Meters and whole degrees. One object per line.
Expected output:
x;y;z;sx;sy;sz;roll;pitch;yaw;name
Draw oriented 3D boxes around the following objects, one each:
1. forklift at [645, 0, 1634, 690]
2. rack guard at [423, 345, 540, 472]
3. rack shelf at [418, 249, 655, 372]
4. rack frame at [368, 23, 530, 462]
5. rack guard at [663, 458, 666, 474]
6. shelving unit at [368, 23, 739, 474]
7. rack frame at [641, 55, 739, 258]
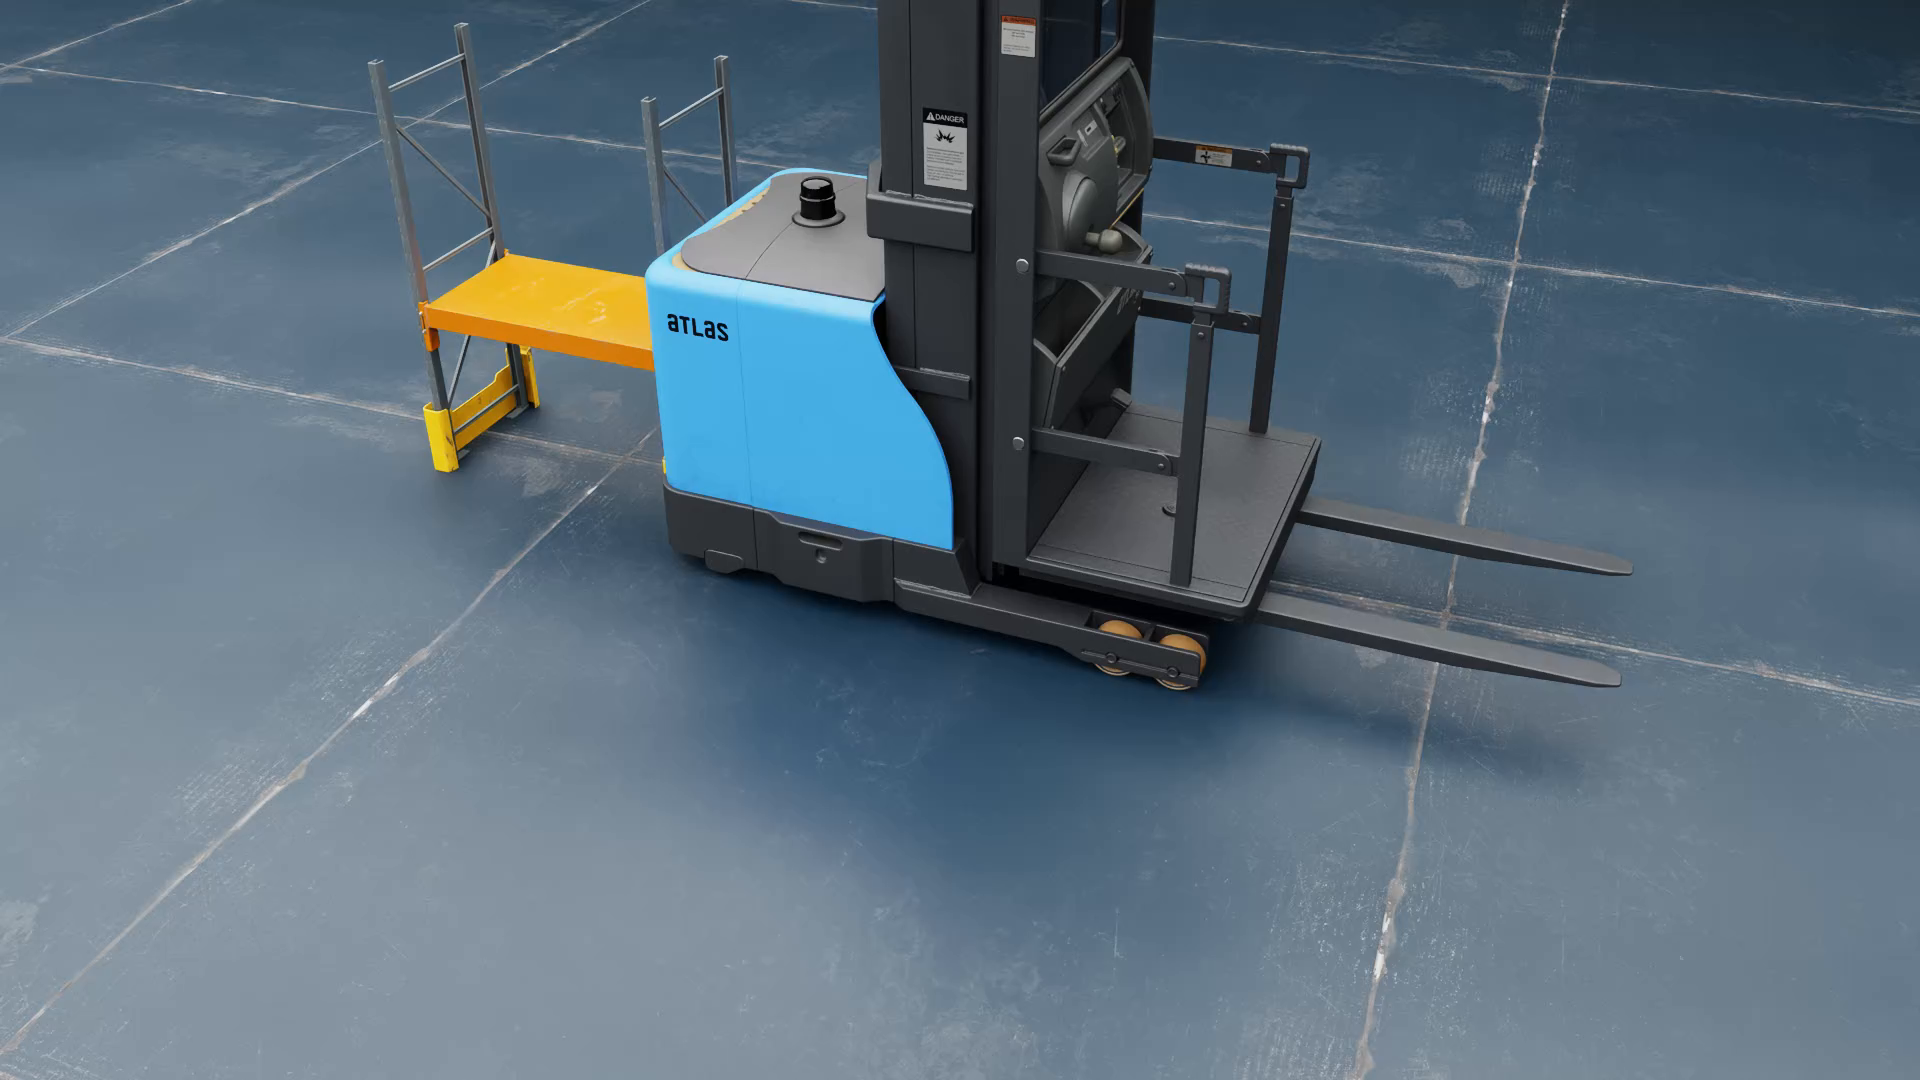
0.585;-1.104;4.758;3.031;2.935;1.130;12;35;18;forklift
-1.805;-0.508;6.306;0.087;0.250;0.587;12;35;18;rack guard
-1.335;-0.779;5.905;1.000;0.185;0.538;12;35;18;rack shelf
-1.806;-1.033;5.967;0.032;1.500;0.500;12;35;18;rack frame
-0.881;-0.306;5.993;0.087;0.250;0.587;12;35;18;rack guard
-1.343;-0.932;5.810;1.083;1.500;0.587;12;35;18;shelving unit
-0.863;-0.827;5.648;0.032;1.500;0.500;12;35;18;rack frame
